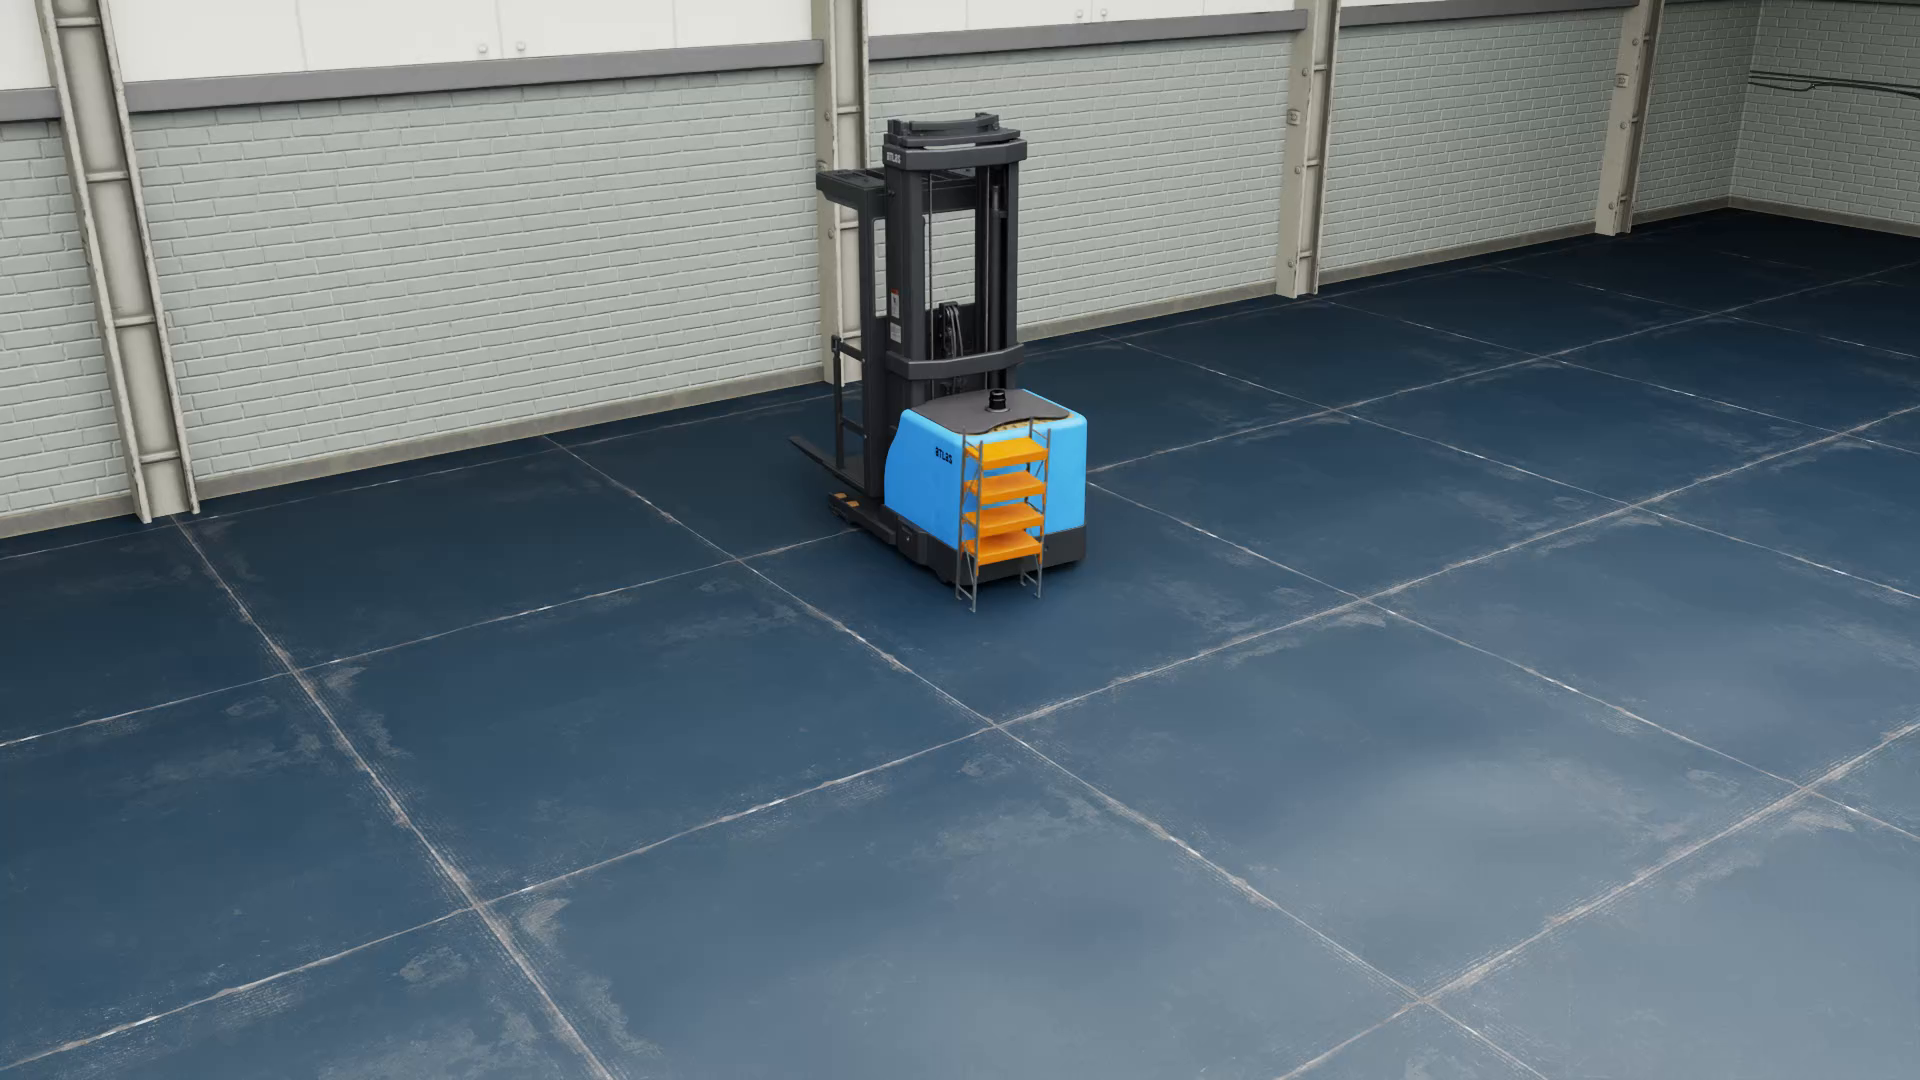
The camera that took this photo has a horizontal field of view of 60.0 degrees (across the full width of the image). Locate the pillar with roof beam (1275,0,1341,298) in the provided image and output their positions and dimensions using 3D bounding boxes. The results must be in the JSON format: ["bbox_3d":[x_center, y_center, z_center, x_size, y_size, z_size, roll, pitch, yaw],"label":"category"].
[{"bbox_3d":[6.336,-5.692,14.018,0.400,9.000,9.100,-15,26,-33],"label":"pillar with roof beam"}]

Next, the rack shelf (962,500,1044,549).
[{"bbox_3d":[0.269,-0.103,10.691,0.480,0.148,0.258,-12,29,-26],"label":"rack shelf"}]

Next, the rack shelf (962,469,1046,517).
[{"bbox_3d":[0.278,-0.304,10.593,0.480,0.148,0.258,-12,29,-26],"label":"rack shelf"}]

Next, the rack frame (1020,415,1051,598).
[{"bbox_3d":[0.486,-0.207,10.770,0.015,1.200,0.240,-12,29,-26],"label":"rack frame"}]

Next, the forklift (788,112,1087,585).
[{"bbox_3d":[-0.322,-1.562,11.855,1.130,2.935,3.031,-12,25,-28],"label":"forklift"}]

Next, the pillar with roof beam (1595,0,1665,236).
[{"bbox_3d":[11.207,-6.991,17.273,0.400,9.000,9.100,-15,26,-33],"label":"pillar with roof beam"}]

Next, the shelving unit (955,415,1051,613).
[{"bbox_3d":[0.272,-0.164,10.661,0.503,1.200,0.258,-12,29,-26],"label":"shelving unit"}]

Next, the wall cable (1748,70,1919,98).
[{"bbox_3d":[11.856,-7.083,21.695,0.112,2.526,3.097,-15,26,-33],"label":"wall cable"}]

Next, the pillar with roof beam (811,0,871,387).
[{"bbox_3d":[1.466,-4.393,10.764,0.400,9.000,9.100,-15,26,-33],"label":"pillar with roof beam"}]

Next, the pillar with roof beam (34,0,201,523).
[{"bbox_3d":[-3.405,-3.094,7.509,0.400,9.000,9.100,-15,26,-33],"label":"pillar with roof beam"}]

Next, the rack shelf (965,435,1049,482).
[{"bbox_3d":[0.287,-0.517,10.490,0.480,0.148,0.258,-12,29,-26],"label":"rack shelf"}]

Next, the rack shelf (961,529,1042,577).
[{"bbox_3d":[0.261,0.075,10.777,0.480,0.148,0.258,-12,29,-26],"label":"rack shelf"}]

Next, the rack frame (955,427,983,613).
[{"bbox_3d":[0.058,-0.120,10.553,0.015,1.200,0.240,-12,29,-26],"label":"rack frame"}]
